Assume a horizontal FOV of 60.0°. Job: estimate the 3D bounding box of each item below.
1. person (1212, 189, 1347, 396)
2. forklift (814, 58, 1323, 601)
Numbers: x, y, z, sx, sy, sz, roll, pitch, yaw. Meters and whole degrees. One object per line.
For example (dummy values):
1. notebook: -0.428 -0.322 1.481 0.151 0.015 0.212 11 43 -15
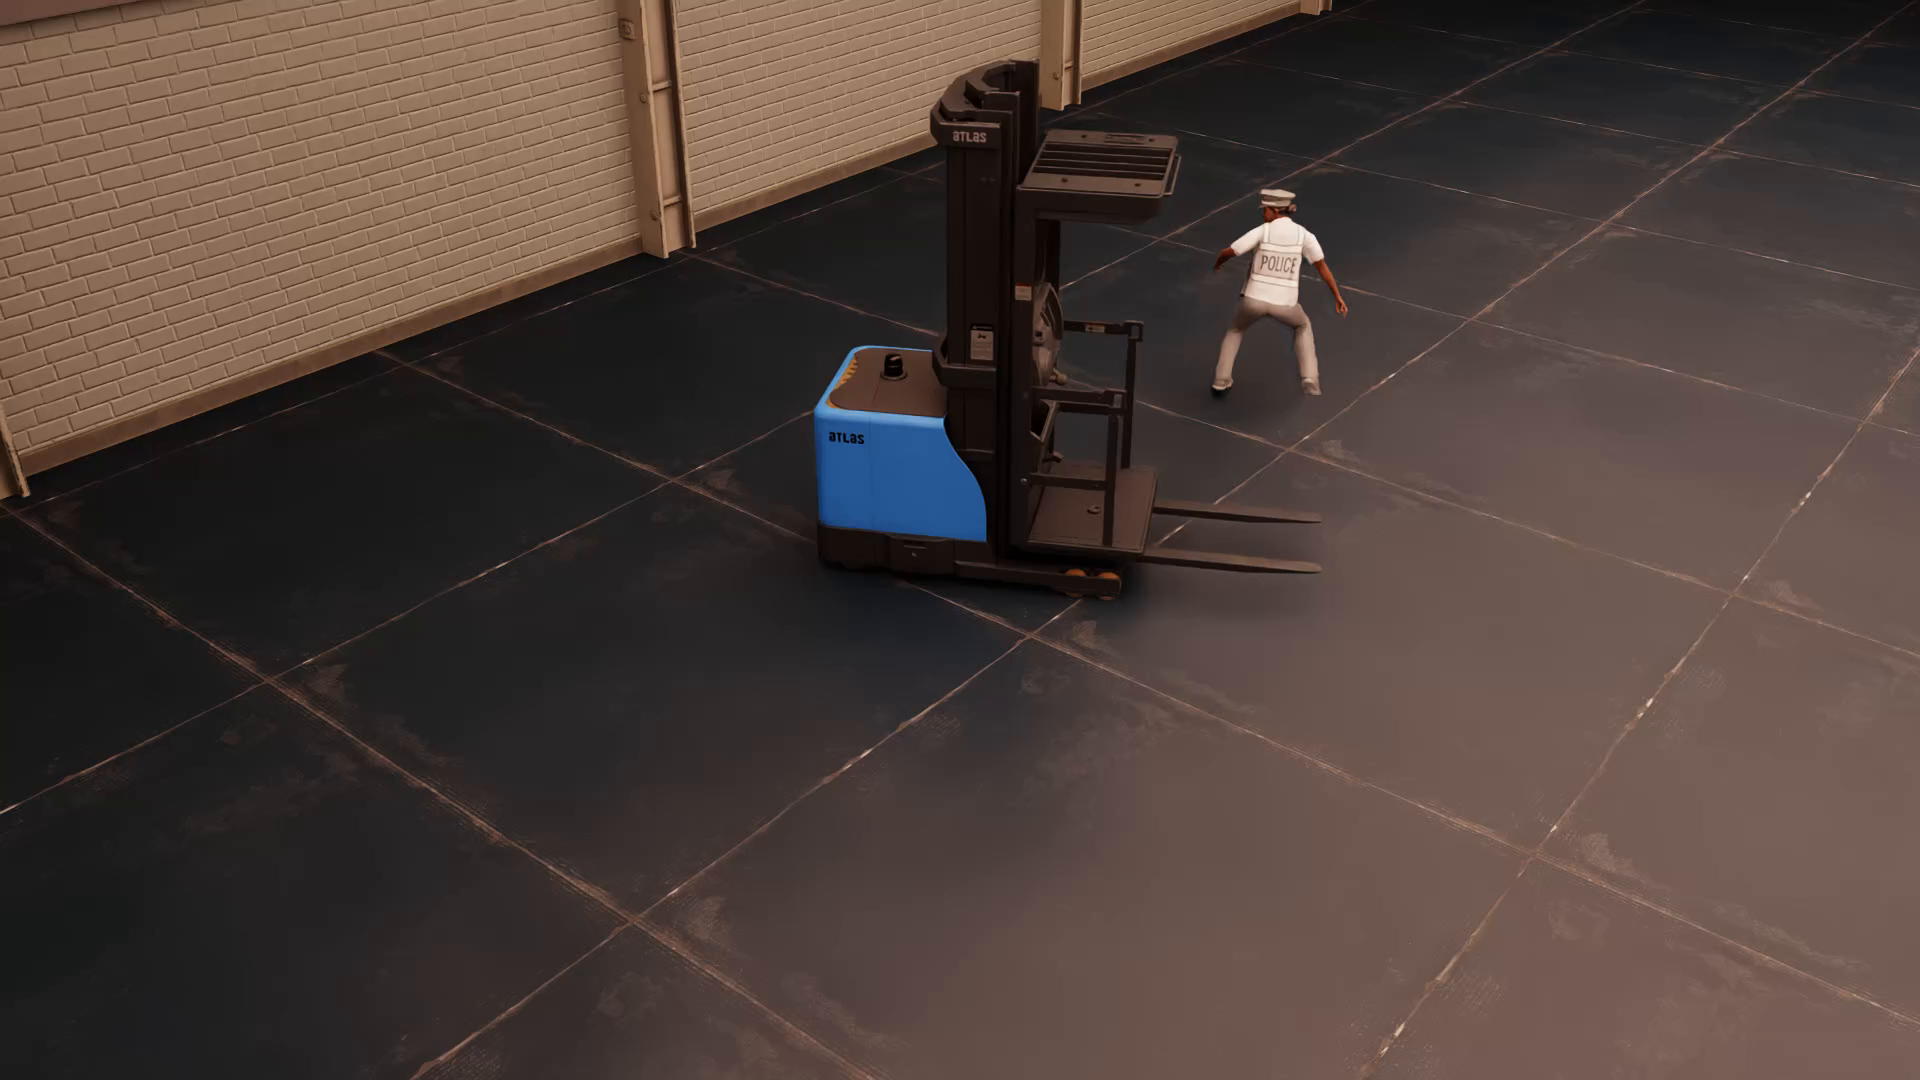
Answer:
1. person: 2.305 -1.731 12.071 0.956 1.587 0.540 4 31 7
2. forklift: 0.697 -1.197 9.643 3.031 2.935 1.130 6 31 9
